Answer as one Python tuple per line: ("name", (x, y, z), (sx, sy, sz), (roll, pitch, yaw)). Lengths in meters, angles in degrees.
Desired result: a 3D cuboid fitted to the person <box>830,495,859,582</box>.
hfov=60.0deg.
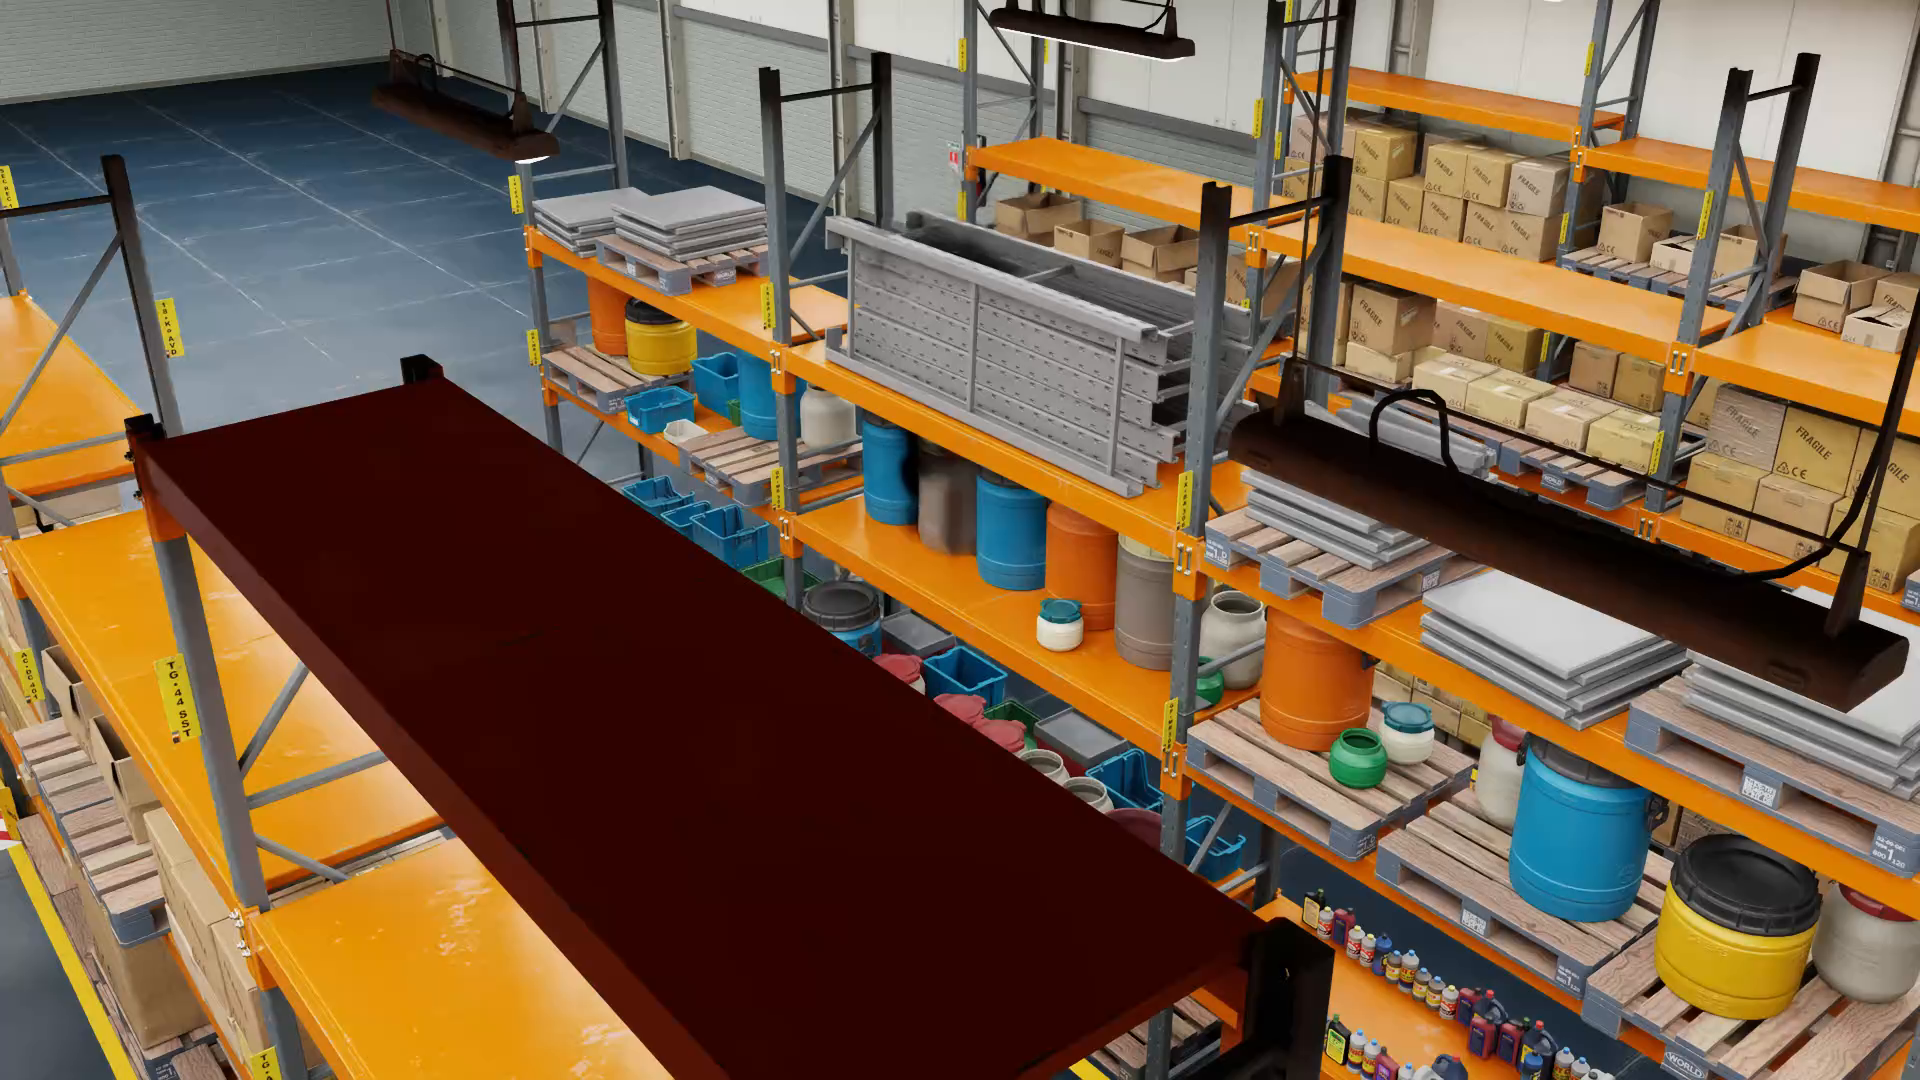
("person", (-1.069, 0.234, 15.749), (0.674, 1.771, 0.633), (20, 32, 35))
